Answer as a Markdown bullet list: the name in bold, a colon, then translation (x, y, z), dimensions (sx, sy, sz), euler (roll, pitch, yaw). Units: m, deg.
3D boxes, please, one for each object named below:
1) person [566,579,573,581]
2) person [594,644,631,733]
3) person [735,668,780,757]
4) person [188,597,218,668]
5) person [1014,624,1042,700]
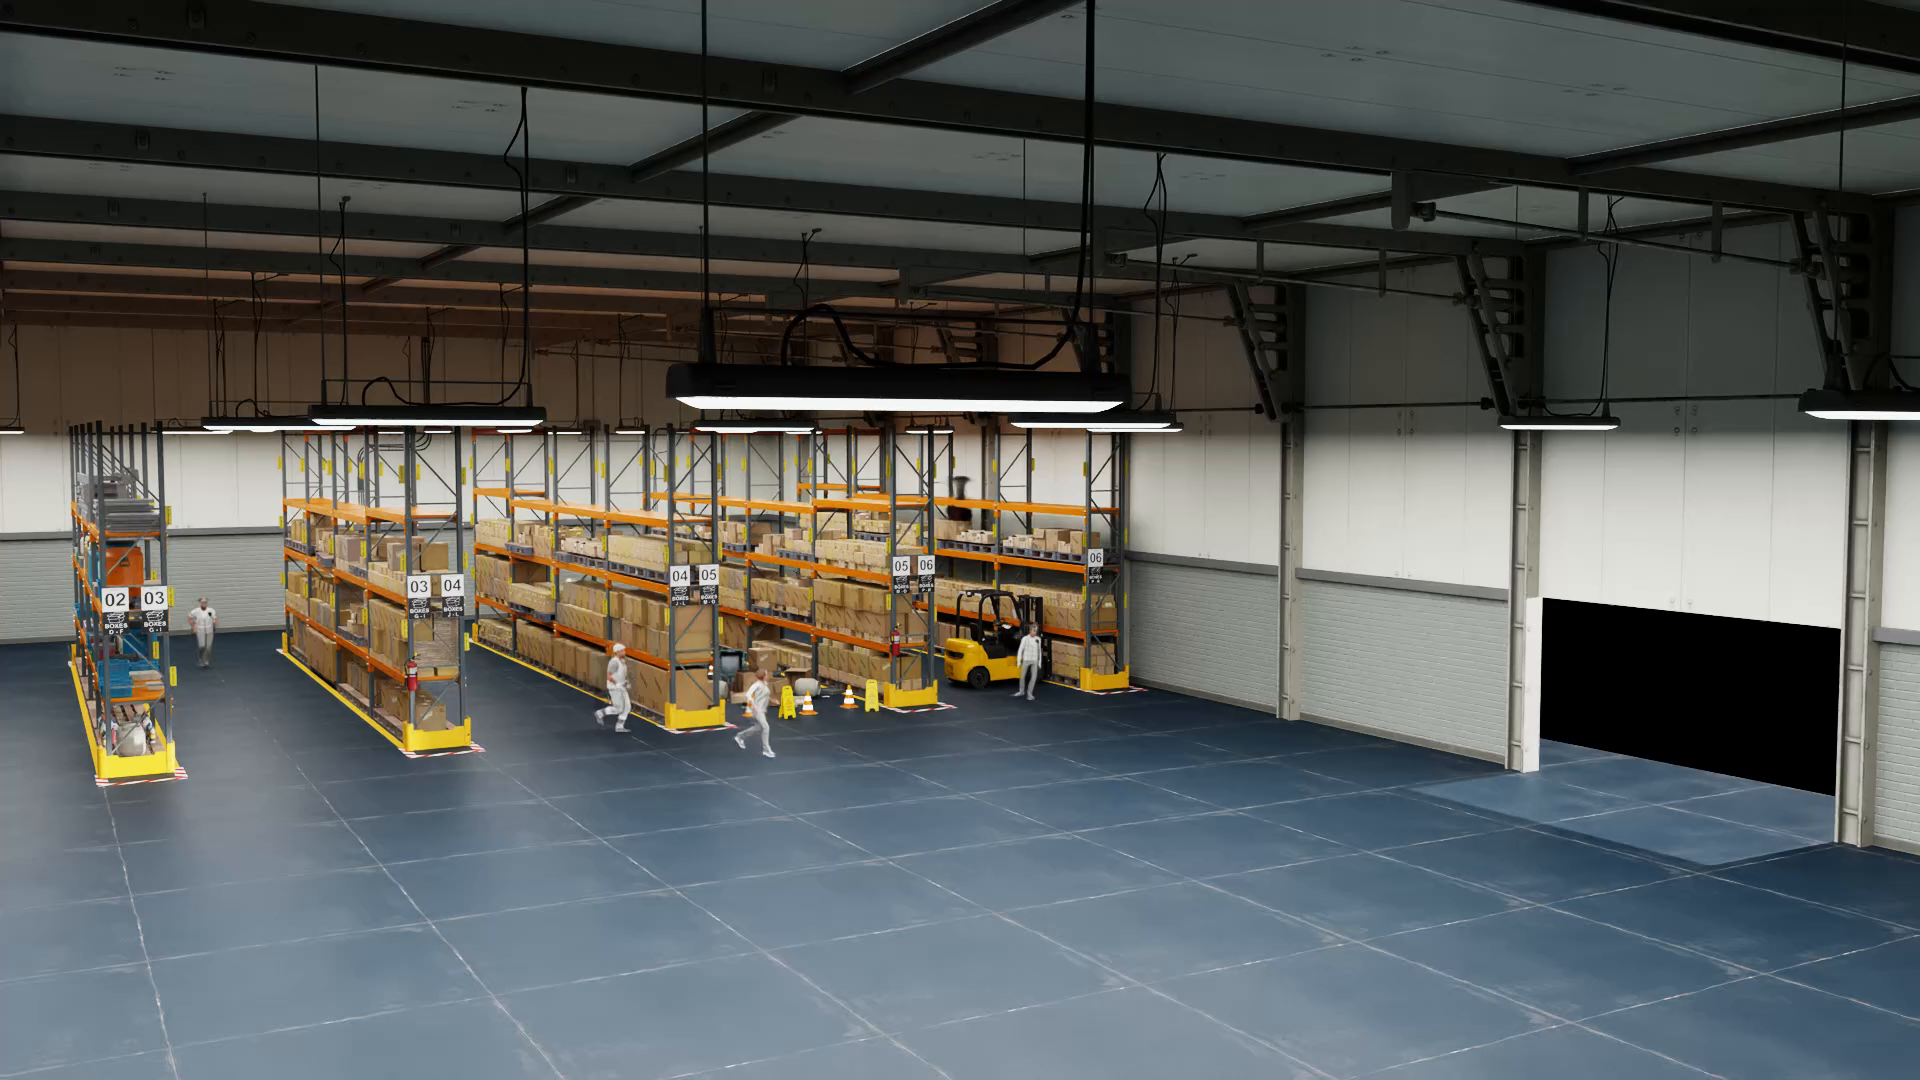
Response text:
- **person**: translation (-11.076, 1.942, 47.573), dimensions (0.883, 1.672, 0.712), euler (1, 4, 11)
- **person**: translation (-6.713, 2.866, 32.224), dimensions (0.731, 1.728, 0.641), euler (1, 4, 12)
- **person**: translation (-3.682, 3.142, 29.891), dimensions (0.844, 1.492, 0.519), euler (1, 4, 14)
- **person**: translation (-18.770, 2.301, 41.302), dimensions (0.677, 1.785, 0.670), euler (-2, 4, -31)
- **person**: translation (1.485, 2.656, 36.320), dimensions (0.593, 1.652, 0.478), euler (-1, 4, -10)
